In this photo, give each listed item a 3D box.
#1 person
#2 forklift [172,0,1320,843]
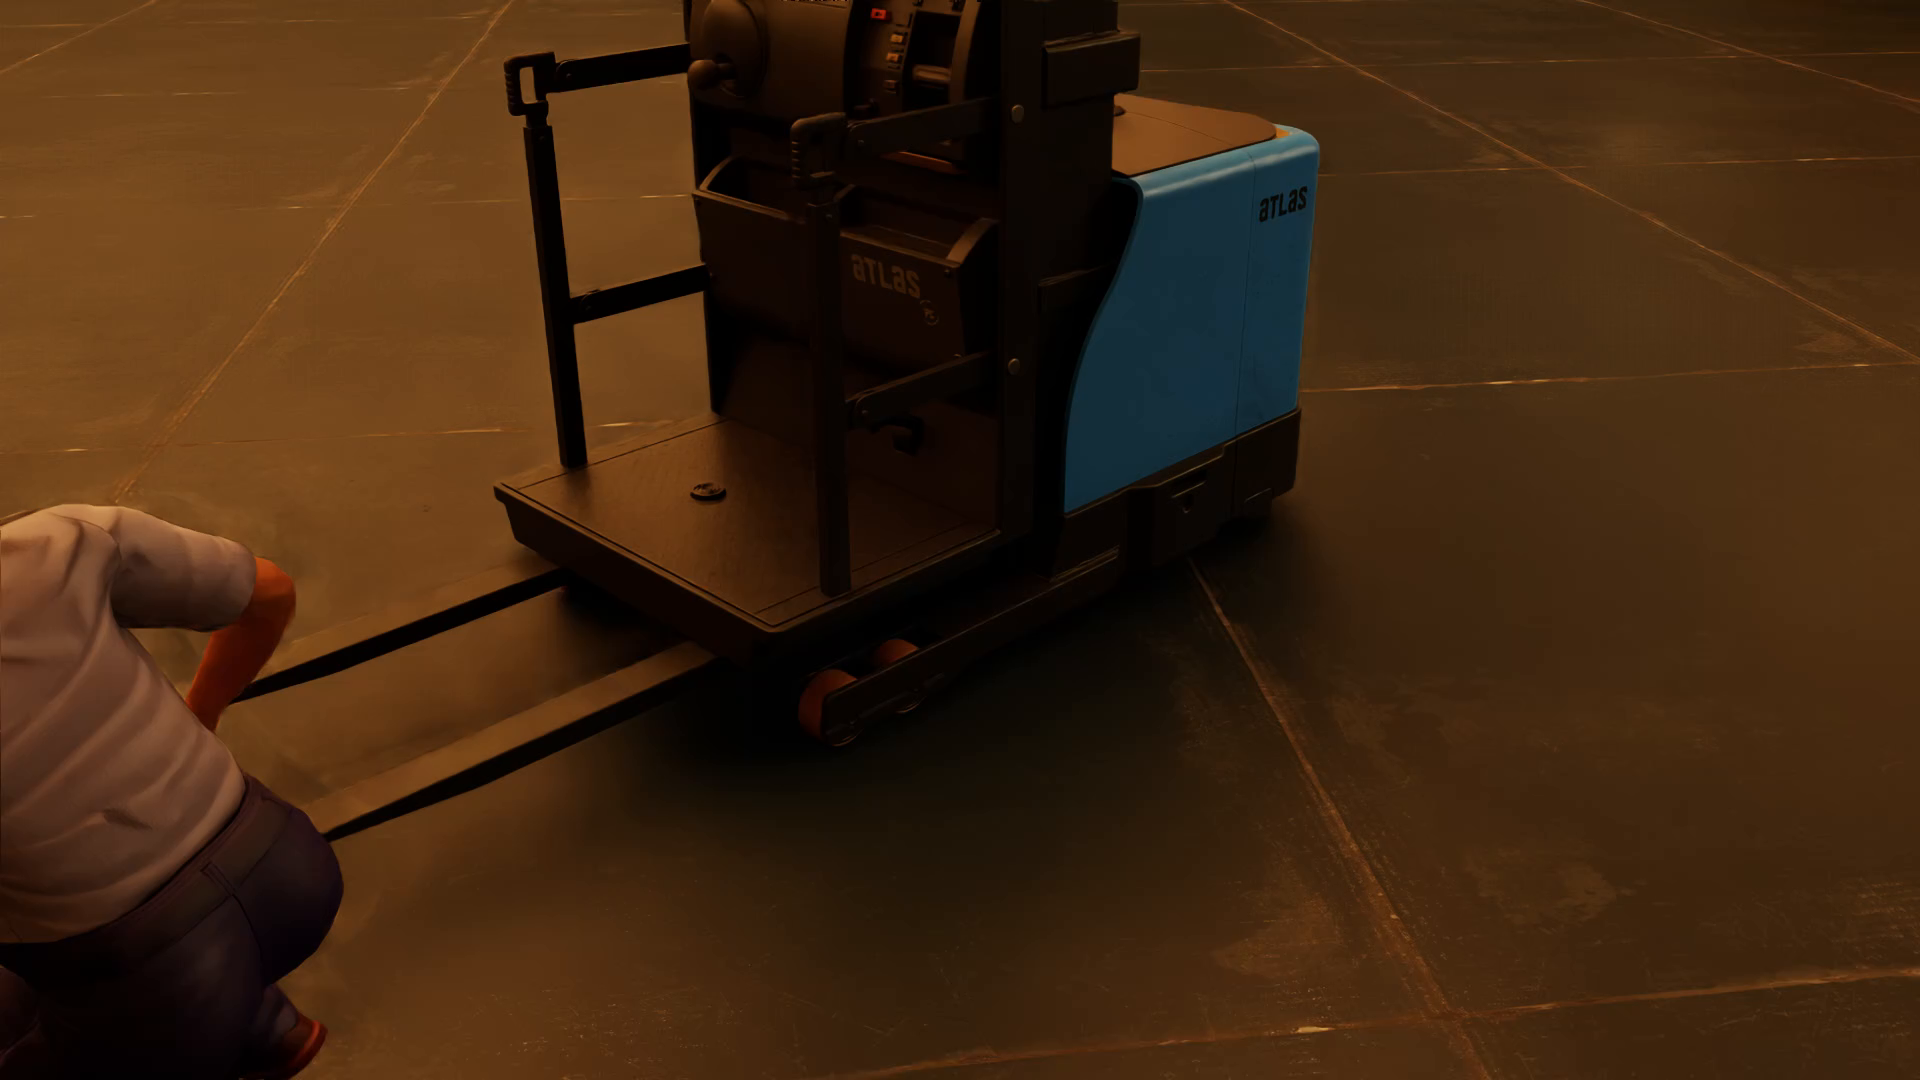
[{"bbox_3d":[-1.163,0.483,2.053,0.645,1.438,0.854,9,27,19],"label":"person"},{"bbox_3d":[-0.431,-1.118,3.551,1.130,2.935,3.031,23,34,39],"label":"forklift"}]
